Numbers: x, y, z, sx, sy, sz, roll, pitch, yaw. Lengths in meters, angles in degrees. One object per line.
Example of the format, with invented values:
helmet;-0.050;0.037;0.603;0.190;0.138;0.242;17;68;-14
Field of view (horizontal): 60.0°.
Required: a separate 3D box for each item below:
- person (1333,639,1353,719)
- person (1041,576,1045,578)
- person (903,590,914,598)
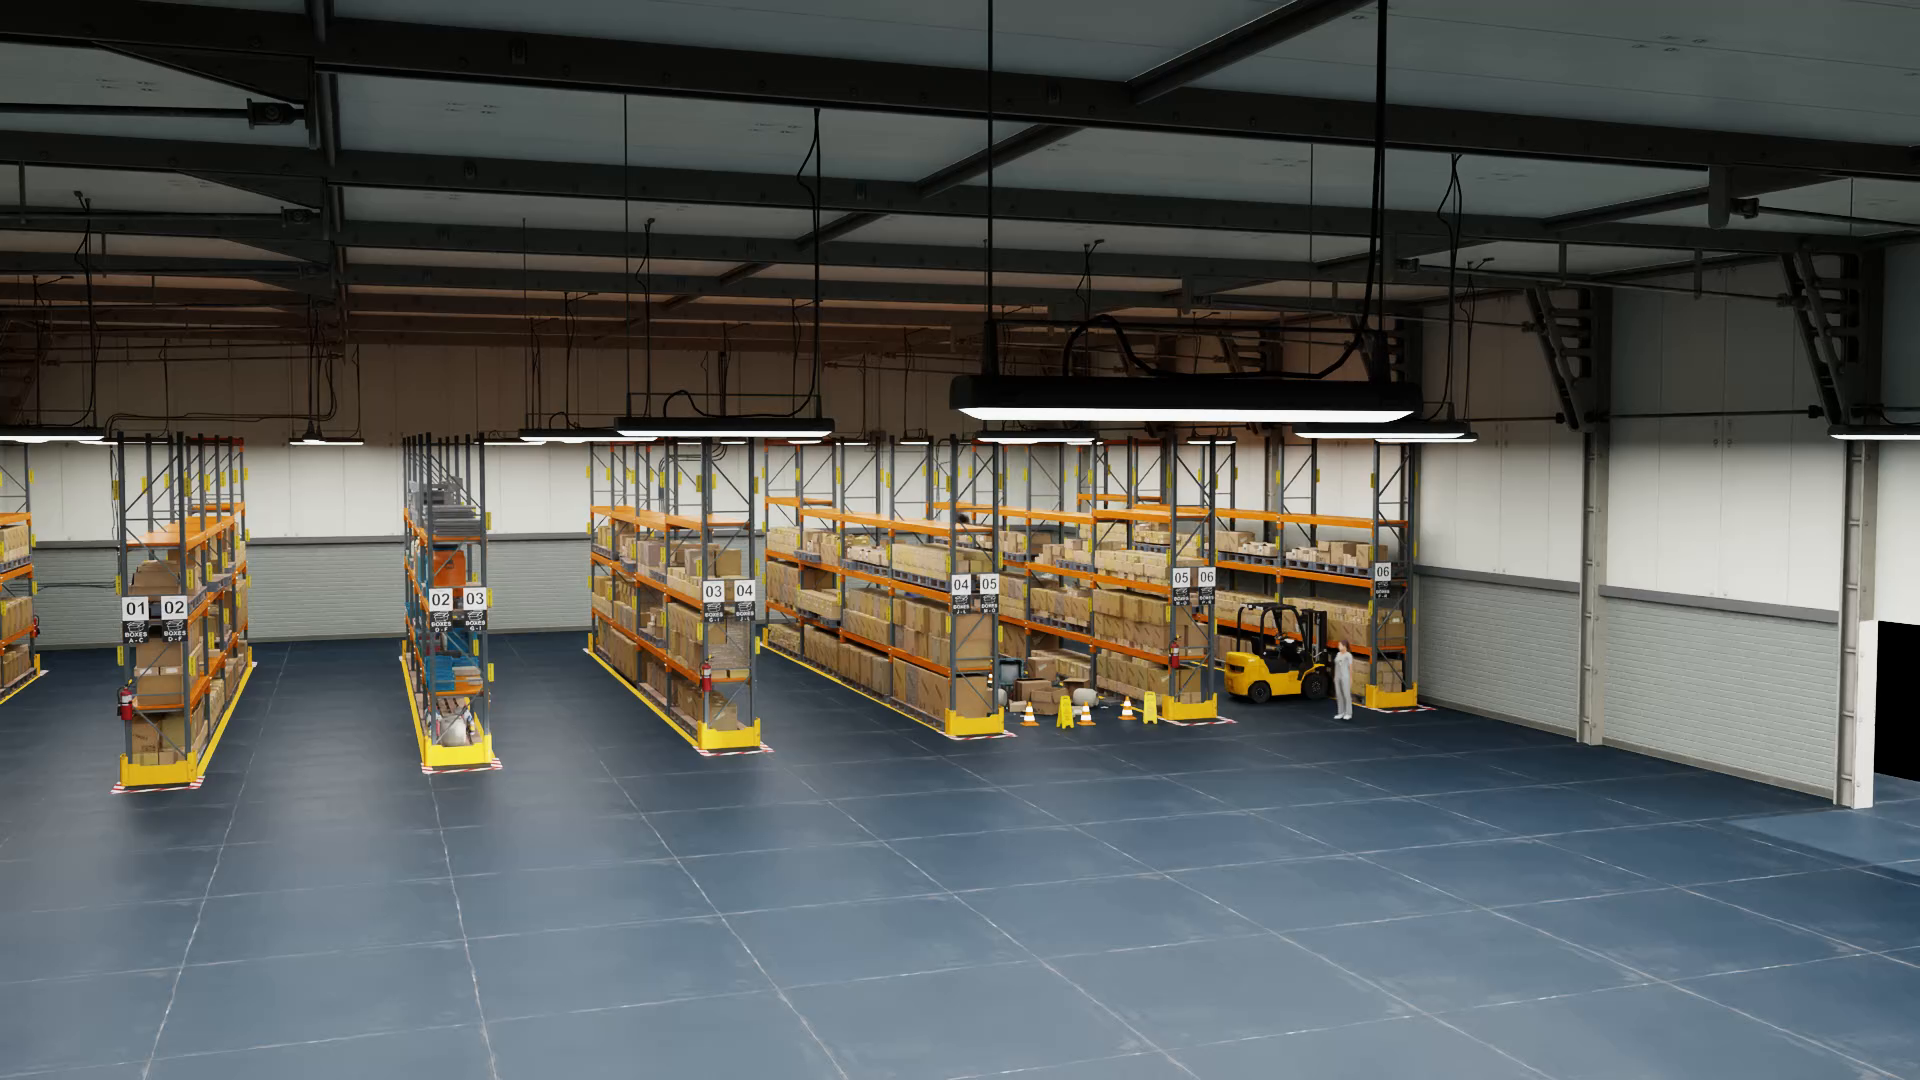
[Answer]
person;8.106;2.949;35.106;0.375;1.707;0.542;-2;4;-34
person;2.288;1.965;49.233;0.613;1.789;0.684;-3;4;-43
person;-1.529;2.157;46.747;0.432;1.676;0.651;-3;4;-45
